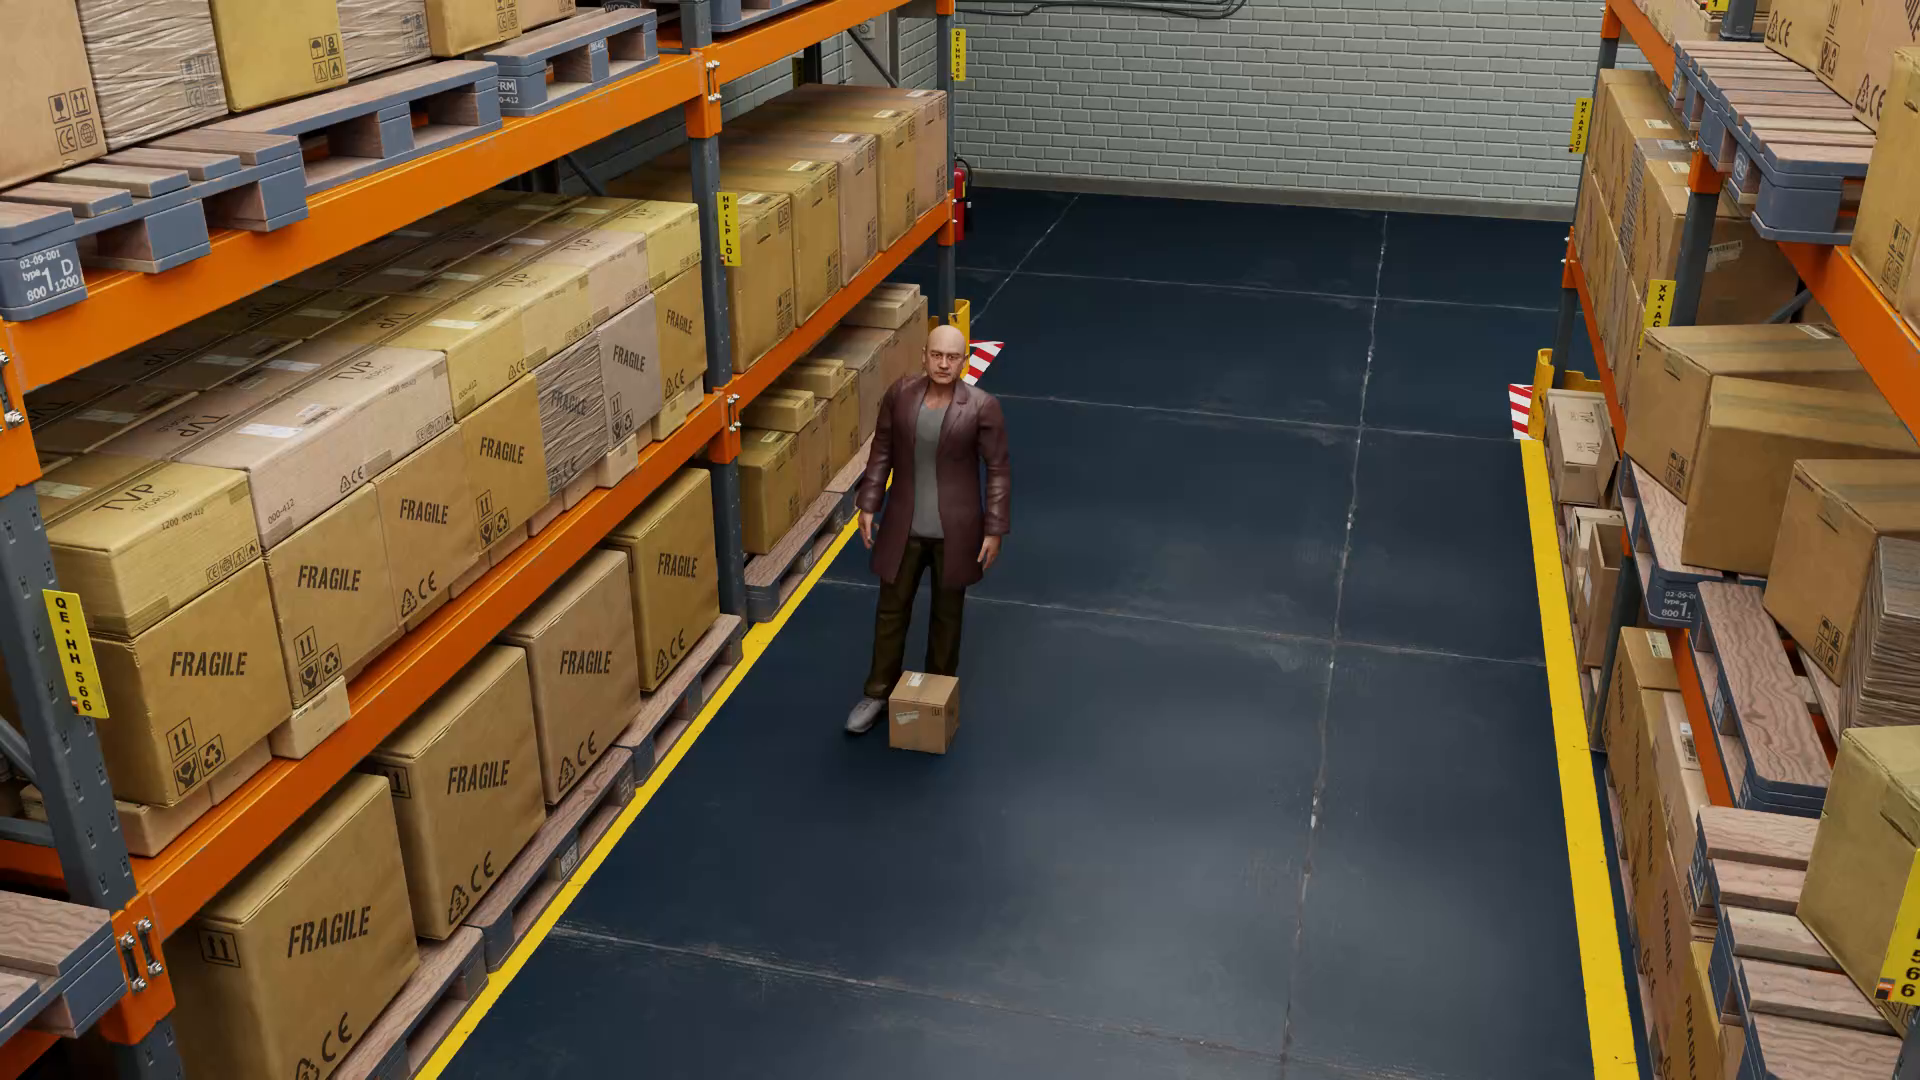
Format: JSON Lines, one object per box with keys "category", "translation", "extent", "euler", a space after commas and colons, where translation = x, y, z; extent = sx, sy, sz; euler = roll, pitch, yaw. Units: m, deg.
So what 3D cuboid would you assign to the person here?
{"category": "person", "translation": [-0.140, -0.021, 7.150], "extent": [0.695, 1.777, 0.580], "euler": [6, 26, 14]}
